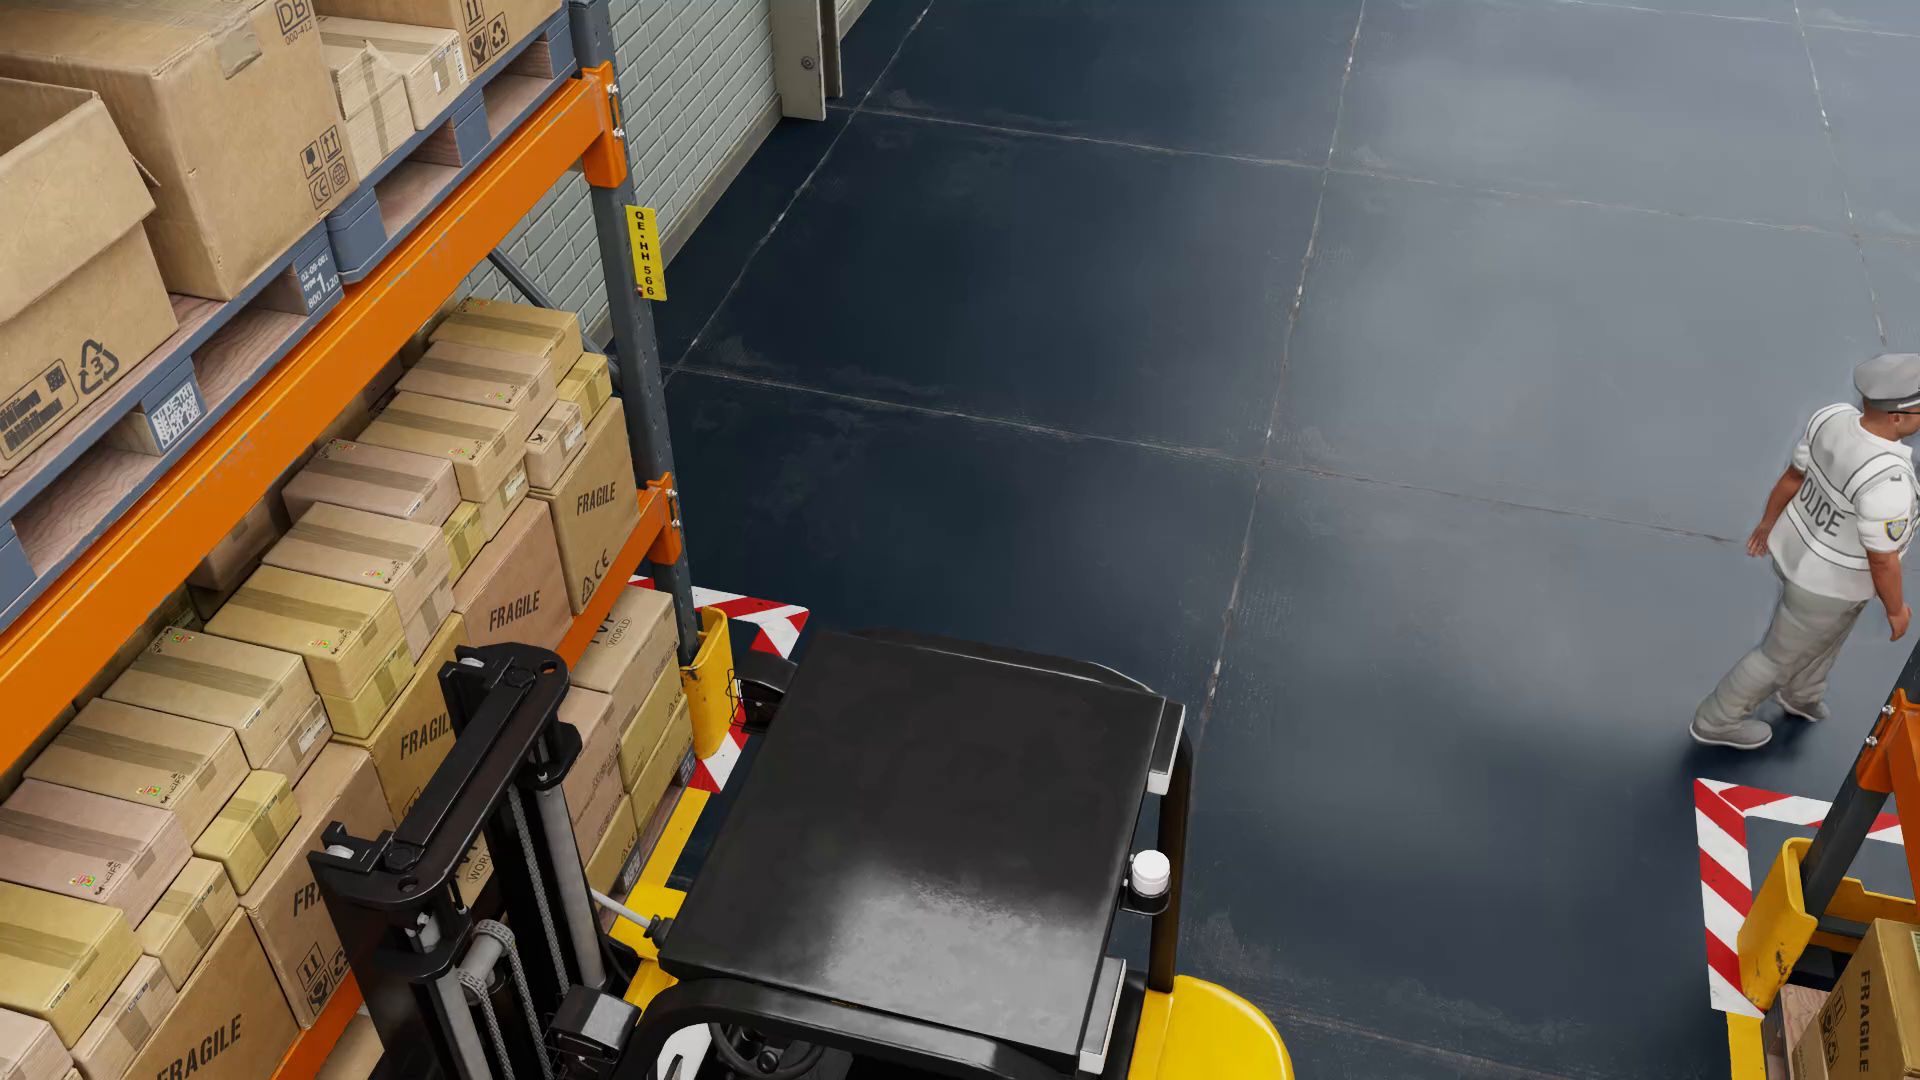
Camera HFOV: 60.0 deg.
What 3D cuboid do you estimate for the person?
[{"bbox_3d":[3.188,0.119,6.030,0.659,1.845,0.589,1,41,1],"label":"person"}]
